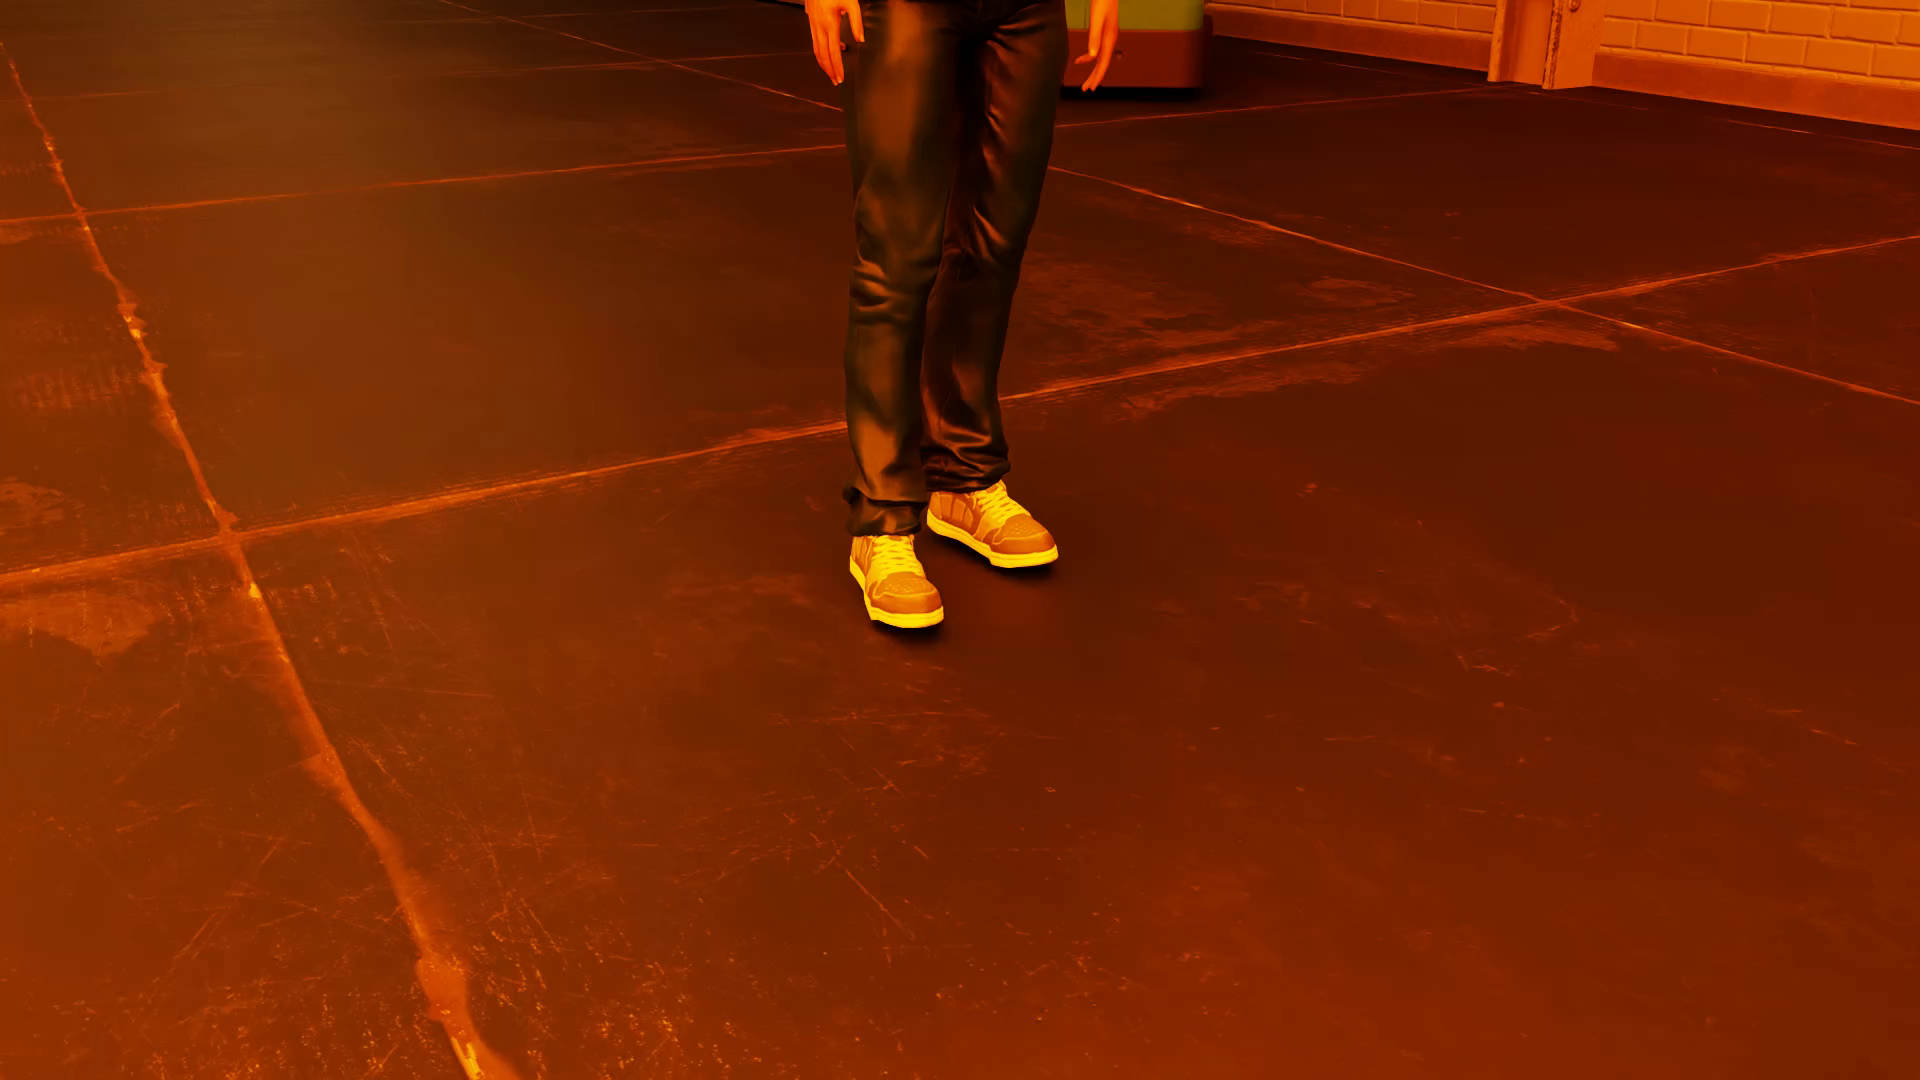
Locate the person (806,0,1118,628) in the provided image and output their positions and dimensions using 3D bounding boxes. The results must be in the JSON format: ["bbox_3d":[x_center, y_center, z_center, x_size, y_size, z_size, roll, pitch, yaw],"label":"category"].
[{"bbox_3d":[0.025,-0.719,2.263,0.520,1.597,0.476,-12,25,-28],"label":"person"}]

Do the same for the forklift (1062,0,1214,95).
[{"bbox_3d":[0.714,-3.845,8.145,1.130,2.935,3.031,3,22,6],"label":"forklift"}]
